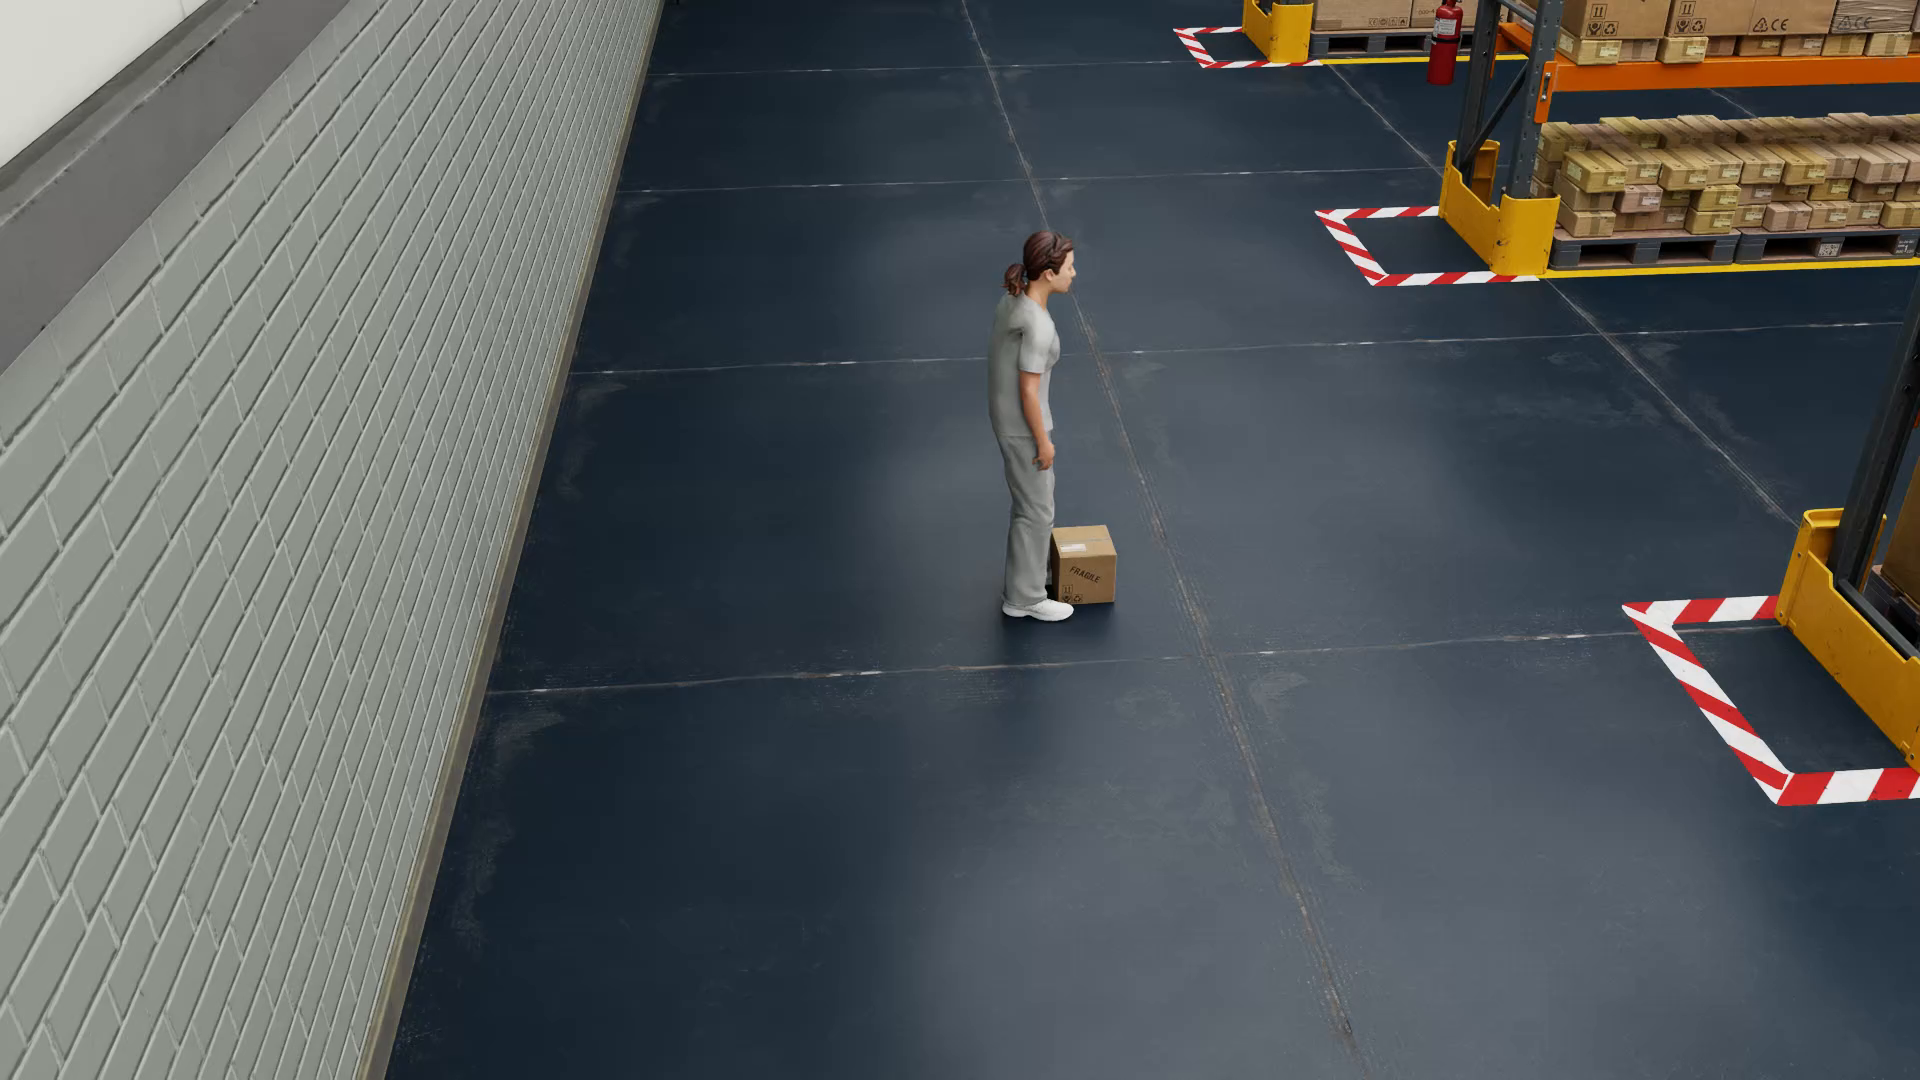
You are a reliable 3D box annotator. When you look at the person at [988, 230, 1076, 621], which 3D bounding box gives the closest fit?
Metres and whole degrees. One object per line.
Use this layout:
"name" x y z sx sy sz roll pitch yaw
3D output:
"person" 0.319 -0.473 6.936 0.404 1.652 0.492 -3 31 -5
